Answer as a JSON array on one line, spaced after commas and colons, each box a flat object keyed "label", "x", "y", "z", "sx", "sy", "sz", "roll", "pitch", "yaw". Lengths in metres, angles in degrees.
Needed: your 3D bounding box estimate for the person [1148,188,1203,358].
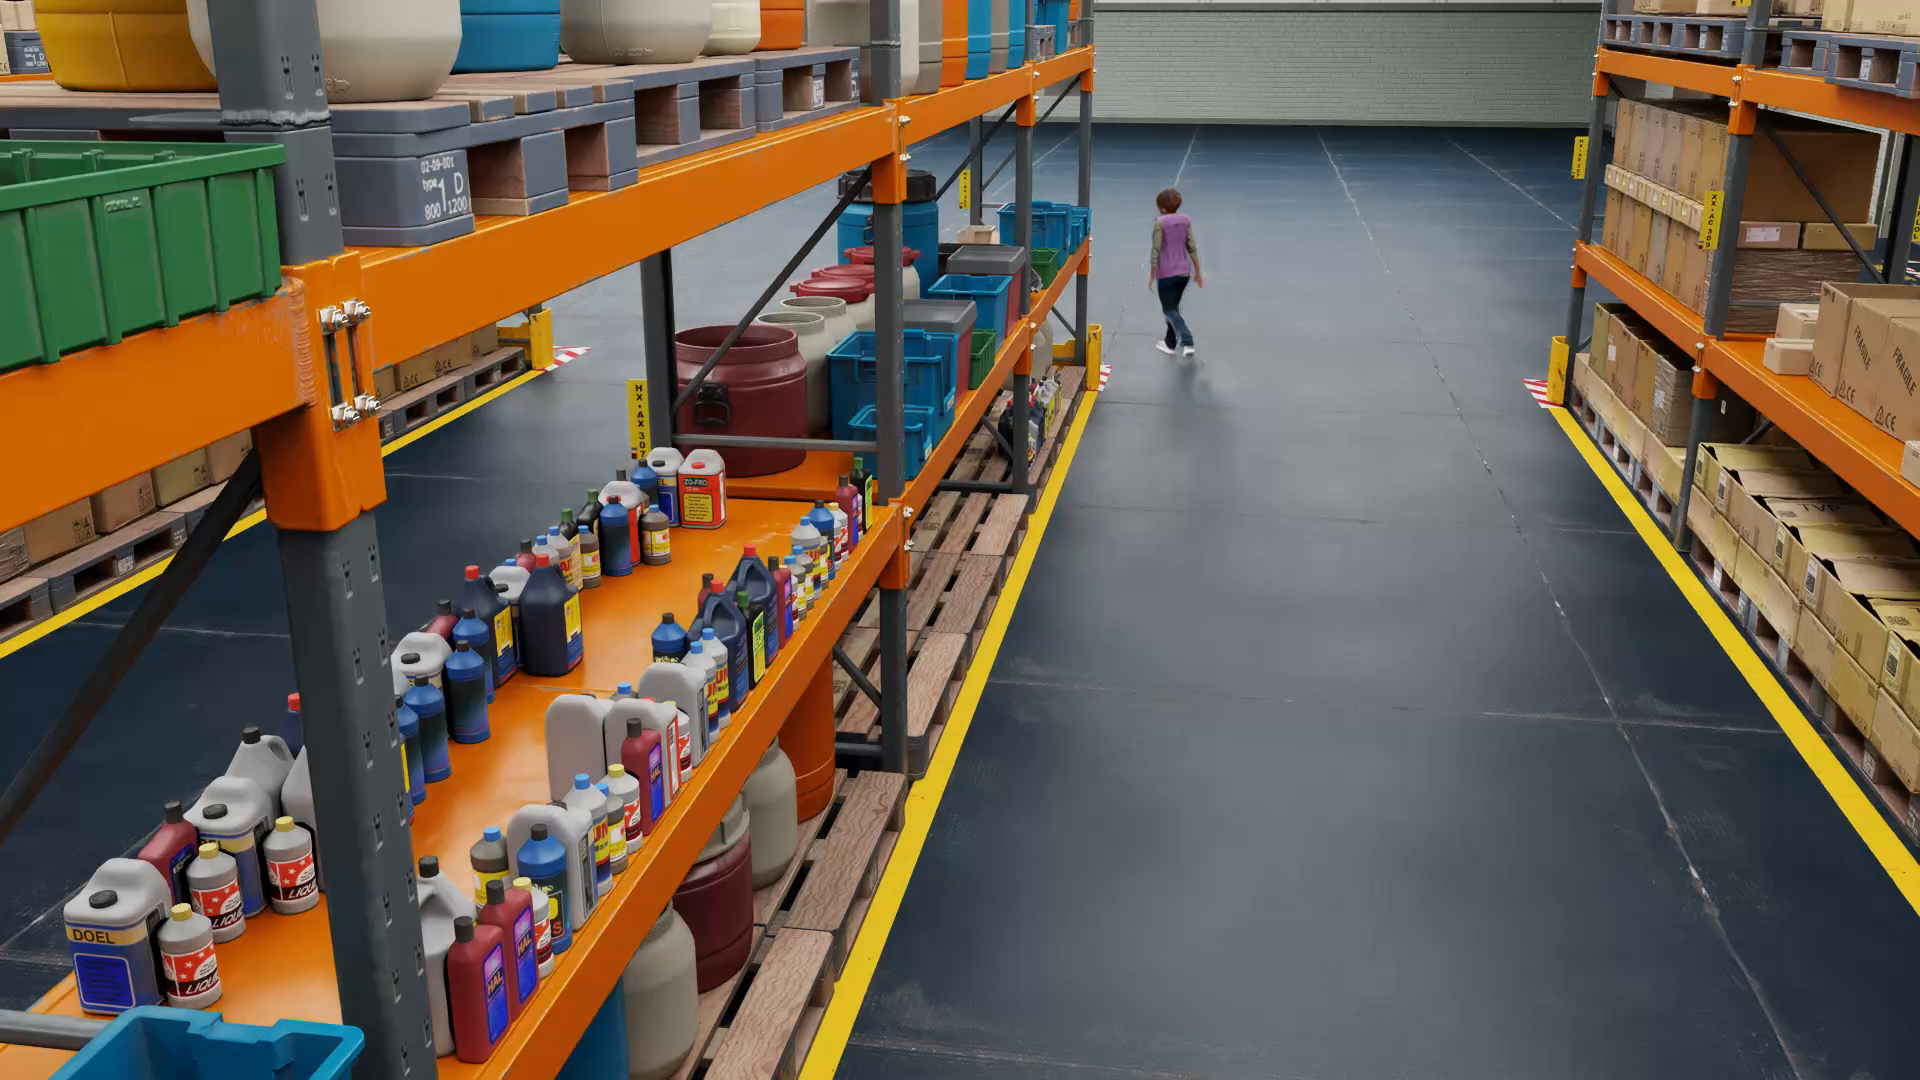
[{"label": "person", "x": 1.932, "y": -2.411, "z": 15.124, "sx": 0.509, "sy": 1.529, "sz": 0.819, "roll": -9, "pitch": 20, "yaw": -25}]
